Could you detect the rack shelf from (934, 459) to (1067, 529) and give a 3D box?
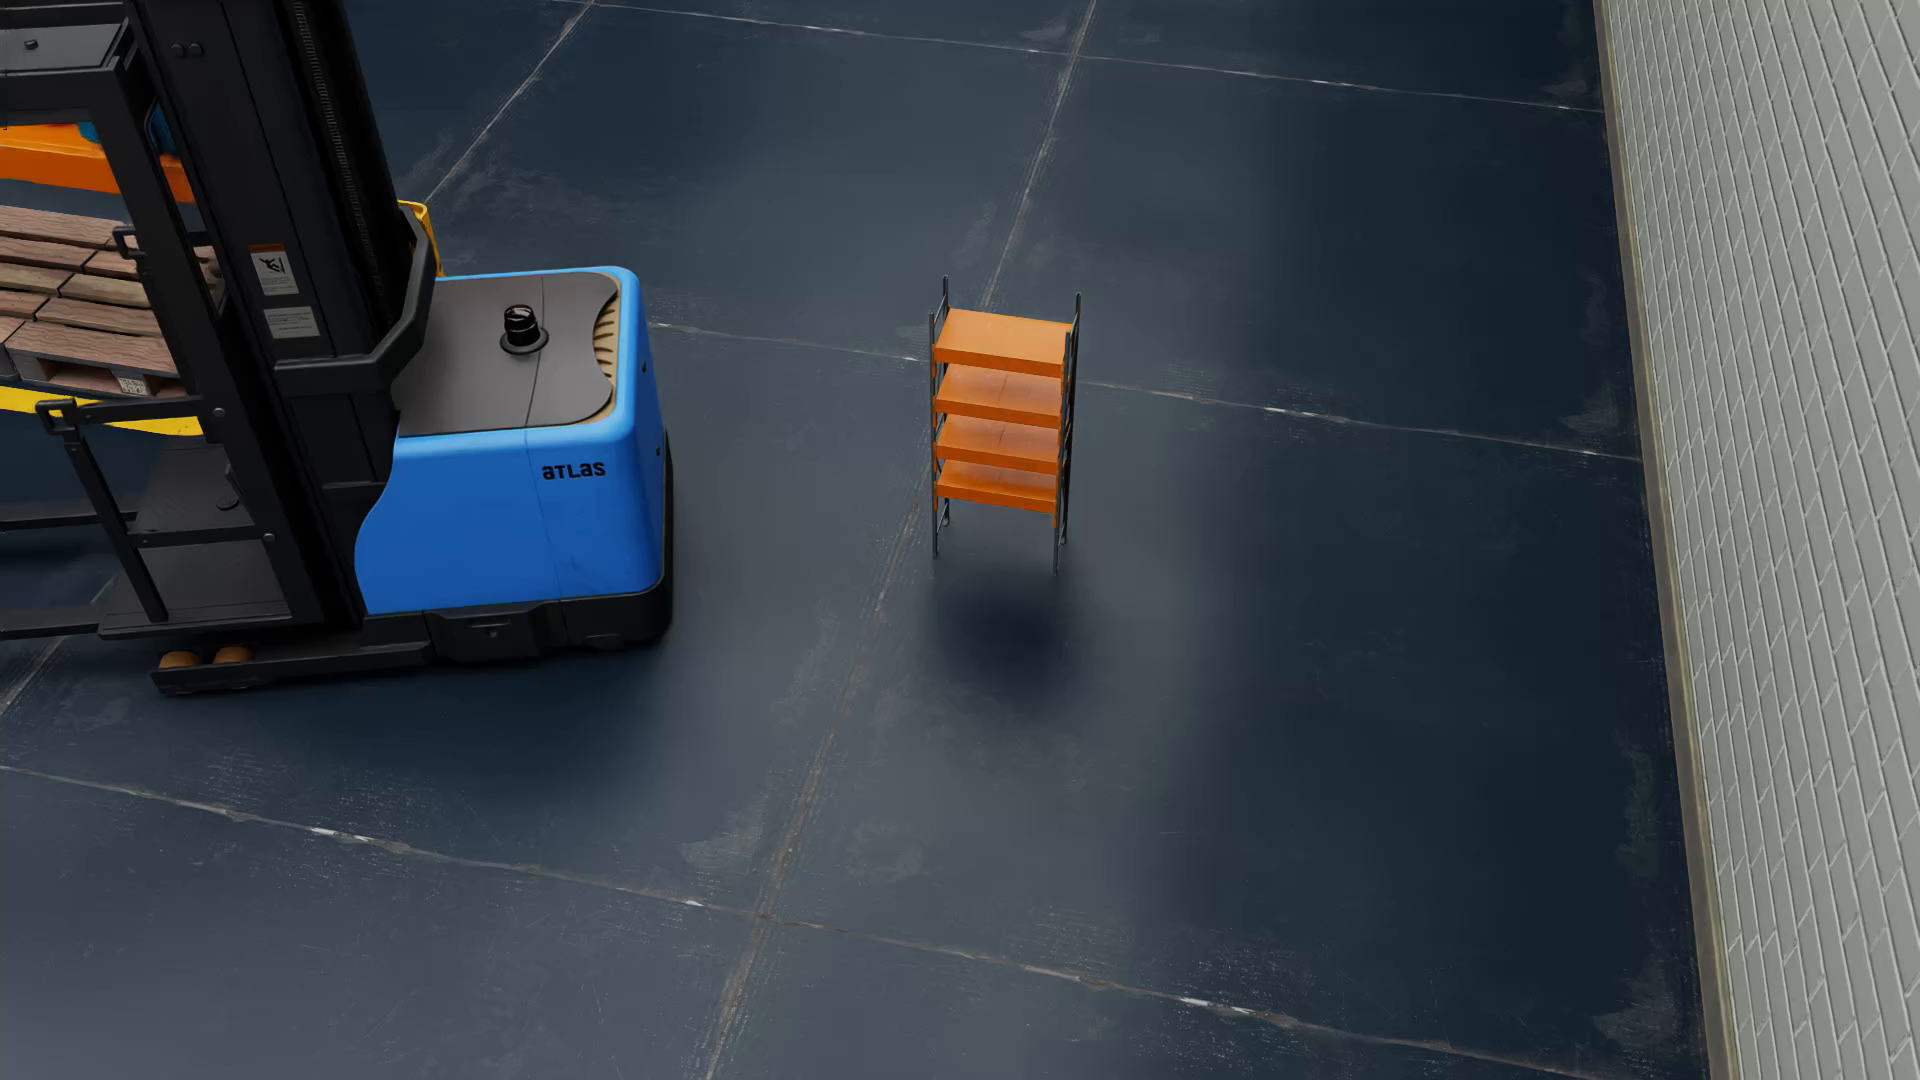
[{"bbox_3d":[0.162,-0.216,6.492,0.480,0.148,0.258,9,45,9],"label":"rack shelf"}]

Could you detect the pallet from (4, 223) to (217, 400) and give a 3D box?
[{"bbox_3d":[-3.540,-1.030,7.668,1.213,0.211,1.003,9,45,9],"label":"pallet"}]

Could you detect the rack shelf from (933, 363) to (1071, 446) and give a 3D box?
[{"bbox_3d":[0.162,-0.520,6.199,0.480,0.148,0.258,9,45,9],"label":"rack shelf"}]

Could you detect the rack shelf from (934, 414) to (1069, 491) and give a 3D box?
[{"bbox_3d":[0.162,-0.359,6.355,0.480,0.148,0.258,9,45,9],"label":"rack shelf"}]

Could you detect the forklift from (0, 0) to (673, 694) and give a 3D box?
[{"bbox_3d":[-2.651,-0.876,5.547,3.031,2.935,1.130,-5,44,-5],"label":"forklift"}]

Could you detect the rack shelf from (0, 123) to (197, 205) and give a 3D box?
[{"bbox_3d":[-4.696,-1.927,7.108,4.000,0.370,1.077,9,45,9],"label":"rack shelf"}]

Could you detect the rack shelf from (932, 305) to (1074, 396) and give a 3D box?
[{"bbox_3d":[0.162,-0.690,6.035,0.480,0.148,0.258,9,45,9],"label":"rack shelf"}]

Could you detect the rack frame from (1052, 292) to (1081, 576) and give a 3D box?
[{"bbox_3d":[0.400,-0.370,6.269,0.015,1.200,0.240,9,45,9],"label":"rack frame"}]

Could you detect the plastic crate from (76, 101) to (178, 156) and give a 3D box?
[{"bbox_3d":[-3.111,-1.842,6.432,0.499,0.435,0.616,9,45,9],"label":"plastic crate"}]

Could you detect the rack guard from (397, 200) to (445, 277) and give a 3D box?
[{"bbox_3d":[-2.718,-0.988,7.416,0.348,0.500,1.175,9,45,9],"label":"rack guard"}]

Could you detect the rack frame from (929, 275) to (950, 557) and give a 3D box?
[{"bbox_3d":[-0.077,-0.444,6.346,0.015,1.200,0.240,9,45,9],"label":"rack frame"}]

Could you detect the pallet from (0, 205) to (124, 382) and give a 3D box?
[{"bbox_3d":[-4.727,-1.216,7.861,1.213,0.211,1.003,9,45,9],"label":"pallet"}]

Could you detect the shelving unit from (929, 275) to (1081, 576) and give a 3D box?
[{"bbox_3d":[0.162,-0.407,6.308,0.503,1.200,0.258,9,45,9],"label":"shelving unit"}]
